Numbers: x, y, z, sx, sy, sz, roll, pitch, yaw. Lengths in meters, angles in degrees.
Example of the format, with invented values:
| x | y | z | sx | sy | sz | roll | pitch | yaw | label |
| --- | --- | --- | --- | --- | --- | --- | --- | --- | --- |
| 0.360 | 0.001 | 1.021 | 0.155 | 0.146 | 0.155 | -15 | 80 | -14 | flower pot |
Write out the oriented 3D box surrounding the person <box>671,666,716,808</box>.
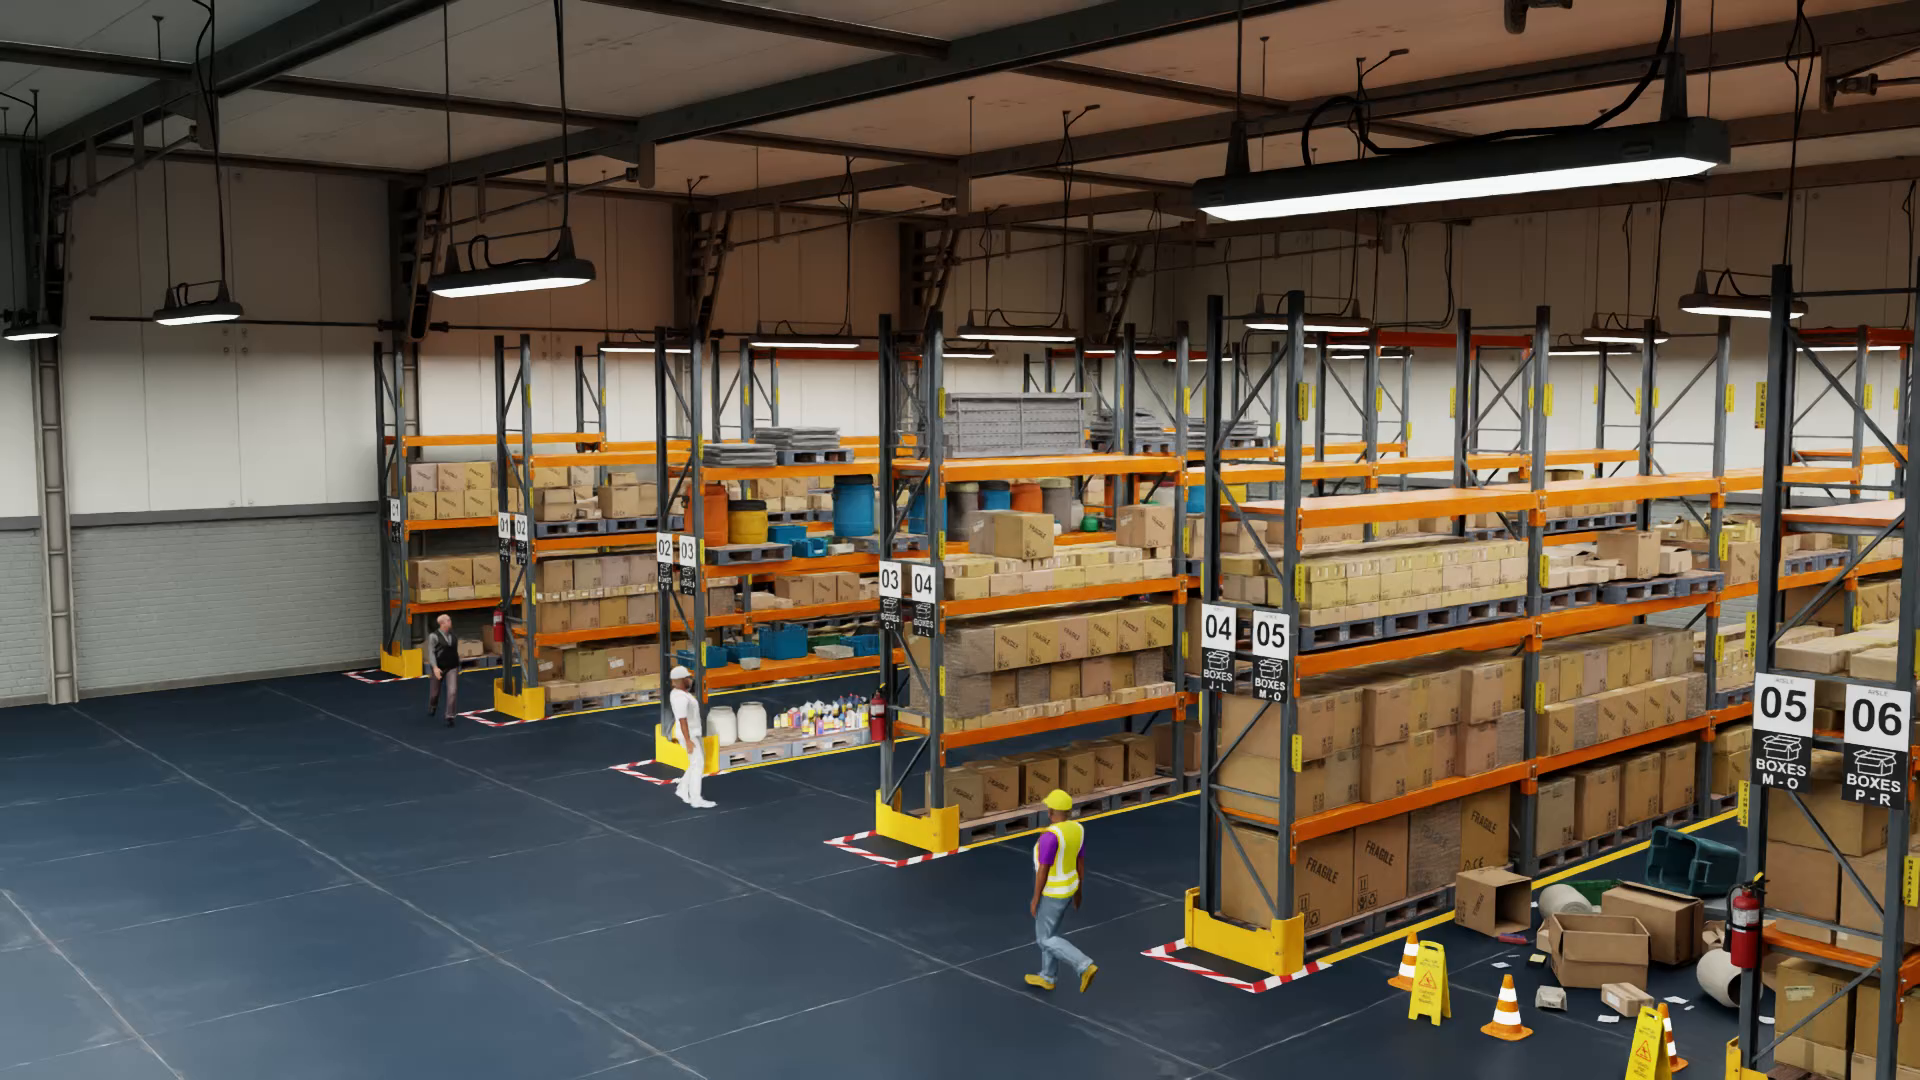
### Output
| x | y | z | sx | sy | sz | roll | pitch | yaw | label |
| --- | --- | --- | --- | --- | --- | --- | --- | --- | --- |
| -3.316 | 2.440 | 20.646 | 0.587 | 1.759 | 0.604 | 0 | 5 | 2 | person |

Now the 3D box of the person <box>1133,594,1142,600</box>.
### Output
| x | y | z | sx | sy | sz | roll | pitch | yaw | label |
| --- | --- | --- | --- | --- | --- | --- | --- | --- | --- |
| 3.435 | 1.319 | 33.417 | 0.928 | 1.611 | 0.451 | -4 | 6 | -35 | person |

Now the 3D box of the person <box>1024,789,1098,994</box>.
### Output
| x | y | z | sx | sy | sz | roll | pitch | yaw | label |
| --- | --- | --- | --- | --- | --- | --- | --- | --- | --- |
| 0.860 | 2.996 | 14.138 | 0.762 | 1.760 | 0.548 | 2 | 6 | 25 | person |

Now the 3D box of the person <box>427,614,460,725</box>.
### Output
| x | y | z | sx | sy | sz | roll | pitch | yaw | label |
| --- | --- | --- | --- | --- | --- | --- | --- | --- | --- |
| -7.976 | 1.979 | 25.682 | 0.483 | 1.685 | 0.866 | -2 | 6 | -22 | person |
